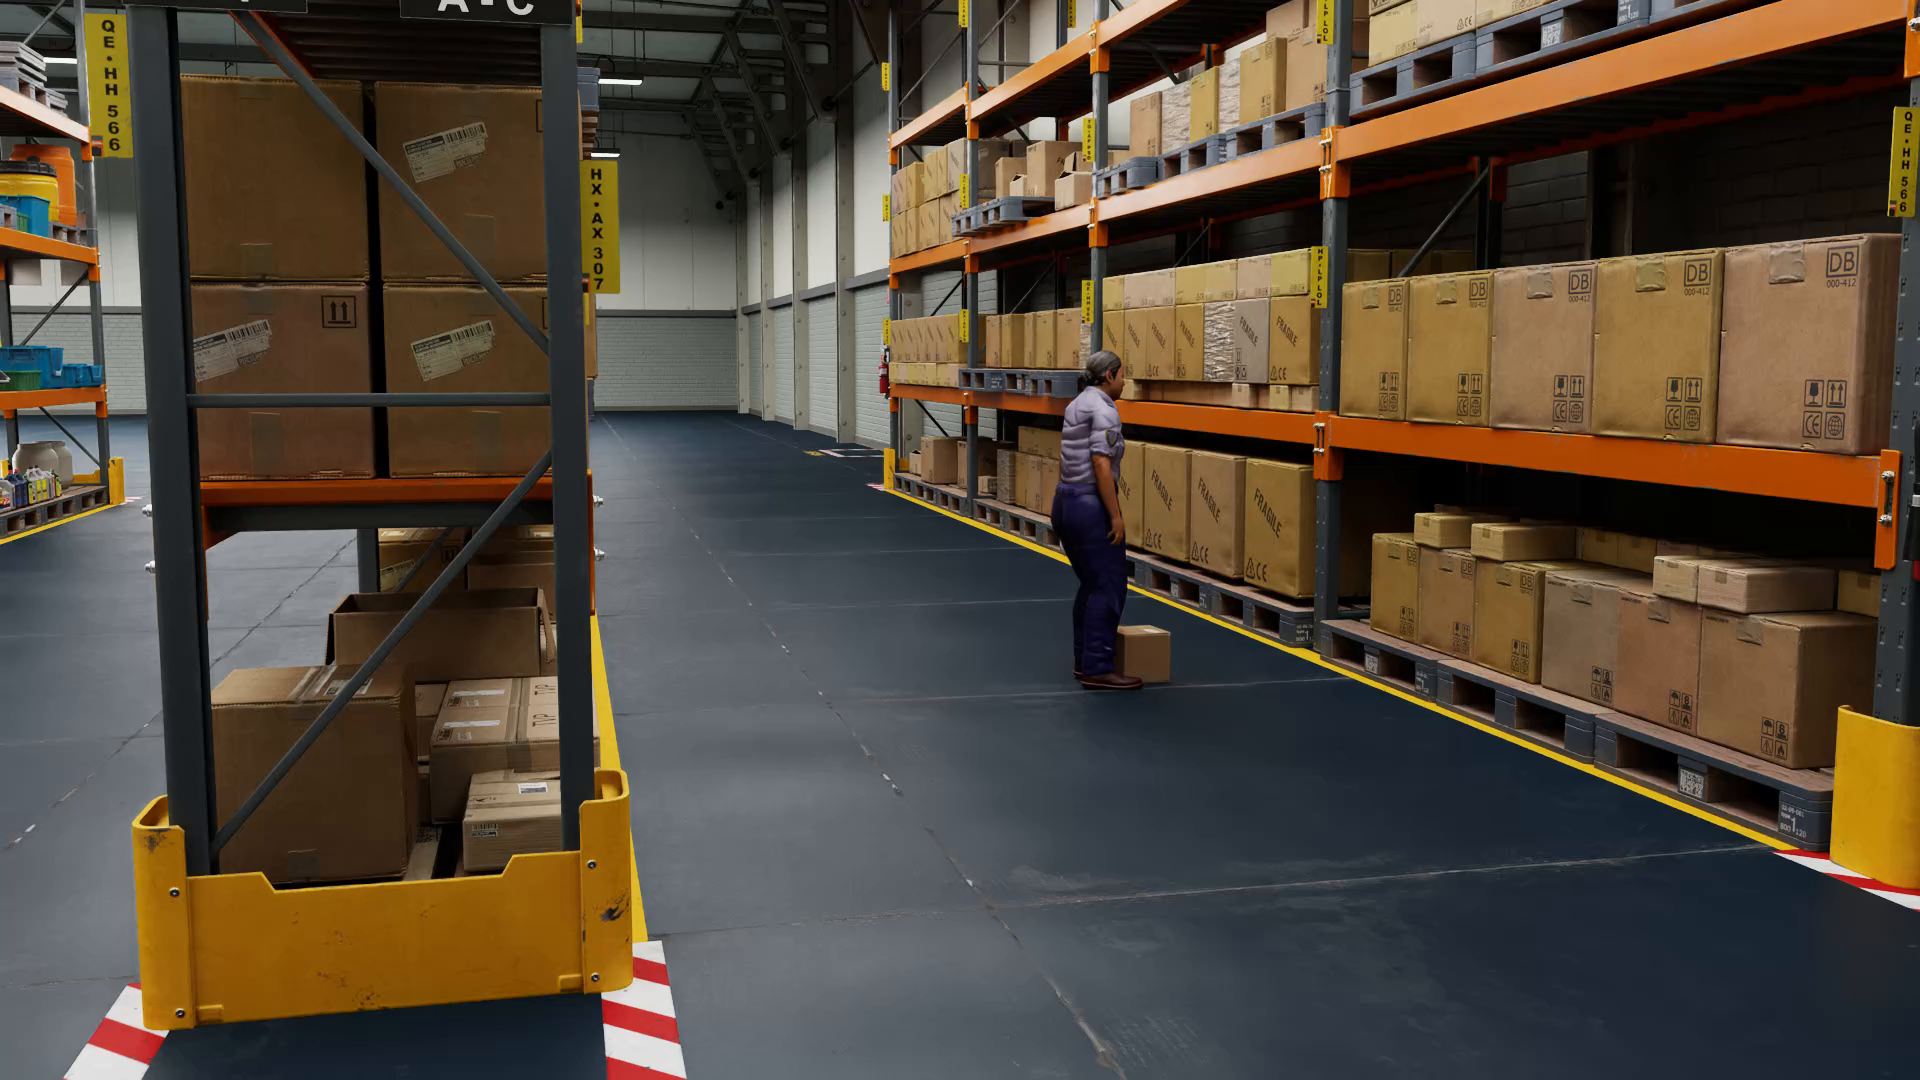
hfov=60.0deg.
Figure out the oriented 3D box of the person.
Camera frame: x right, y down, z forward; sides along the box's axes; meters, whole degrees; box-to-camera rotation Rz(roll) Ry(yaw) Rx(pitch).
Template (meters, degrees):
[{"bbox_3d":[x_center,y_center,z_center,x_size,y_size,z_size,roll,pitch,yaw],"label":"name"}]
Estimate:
[{"bbox_3d":[0.689,-0.113,8.258,0.425,1.651,0.558,-2,7,-17],"label":"person"}]
